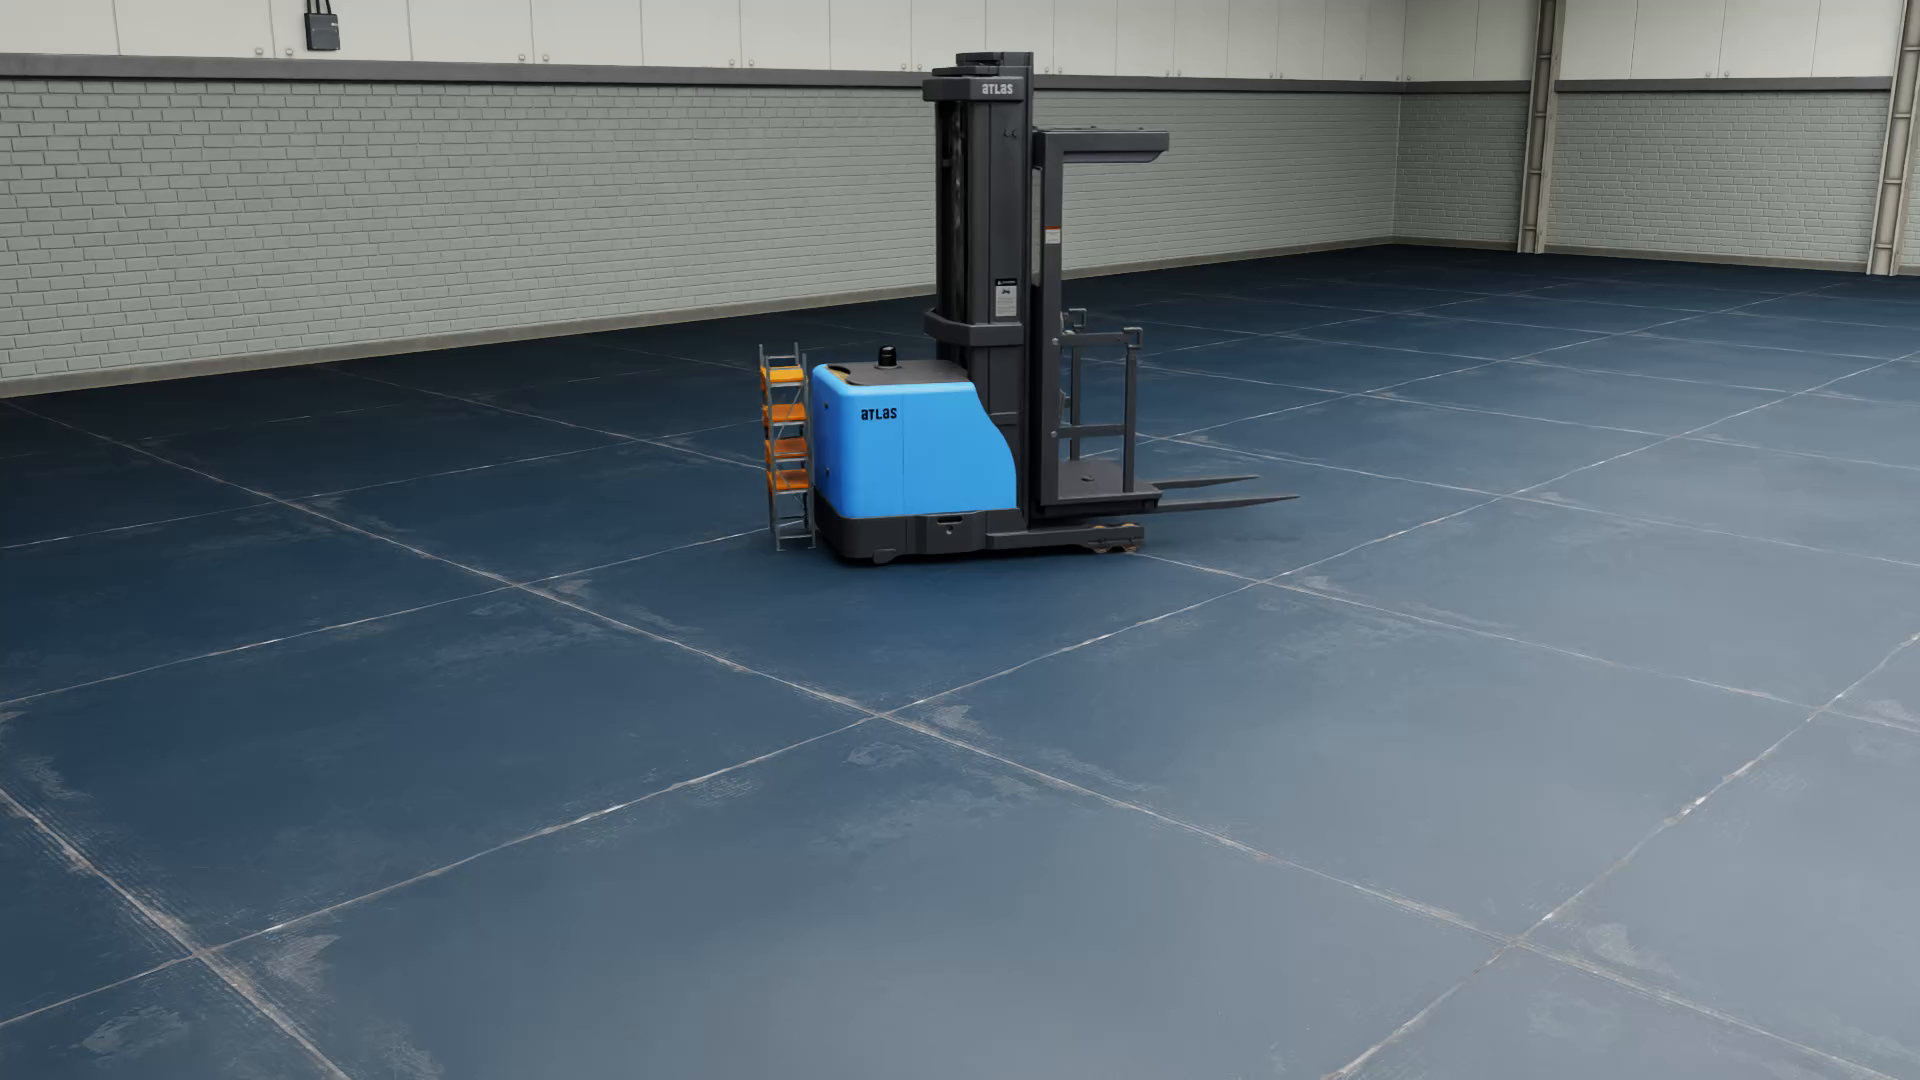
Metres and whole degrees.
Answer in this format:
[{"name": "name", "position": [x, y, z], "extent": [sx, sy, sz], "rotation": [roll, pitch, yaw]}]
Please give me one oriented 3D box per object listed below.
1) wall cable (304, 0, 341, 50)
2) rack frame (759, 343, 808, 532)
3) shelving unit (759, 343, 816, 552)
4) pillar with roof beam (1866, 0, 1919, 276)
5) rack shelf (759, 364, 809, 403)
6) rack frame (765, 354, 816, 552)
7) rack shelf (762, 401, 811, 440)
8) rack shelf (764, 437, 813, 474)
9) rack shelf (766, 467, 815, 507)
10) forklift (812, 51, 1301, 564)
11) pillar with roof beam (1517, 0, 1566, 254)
[{"name": "wall cable", "position": [-5.824, -8.120, 17.005], "extent": [0.169, 6.003, 2.305], "rotation": [14, 20, 42]}, {"name": "rack frame", "position": [-1.112, -0.641, 10.496], "extent": [0.240, 1.200, 0.015], "rotation": [-4, 15, -10]}, {"name": "shelving unit", "position": [-1.066, -0.580, 10.264], "extent": [0.258, 1.200, 0.503], "rotation": [-4, 15, -10]}, {"name": "pillar with roof beam", "position": [11.973, -7.885, 22.846], "extent": [0.400, 9.000, 9.100], "rotation": [14, 20, 42]}, {"name": "rack shelf", "position": [-1.077, -0.960, 10.163], "extent": [0.258, 0.148, 0.480], "rotation": [-4, 15, -10]}, {"name": "rack frame", "position": [-1.020, -0.520, 10.032], "extent": [0.240, 1.200, 0.015], "rotation": [-4, 15, -10]}, {"name": "rack shelf", "position": [-1.070, -0.731, 10.224], "extent": [0.258, 0.148, 0.480], "rotation": [-4, 15, -10]}, {"name": "rack shelf", "position": [-1.064, -0.515, 10.281], "extent": [0.258, 0.148, 0.480], "rotation": [-4, 15, -10]}, {"name": "rack shelf", "position": [-1.058, -0.324, 10.332], "extent": [0.258, 0.148, 0.480], "rotation": [-4, 15, -10]}, {"name": "forklift", "position": [0.637, -1.464, 10.238], "extent": [3.031, 2.935, 1.130], "rotation": [-4, 15, -15]}, {"name": "pillar with roof beam", "position": [7.654, -8.935, 26.876], "extent": [0.400, 9.000, 9.100], "rotation": [14, 20, 42]}]
